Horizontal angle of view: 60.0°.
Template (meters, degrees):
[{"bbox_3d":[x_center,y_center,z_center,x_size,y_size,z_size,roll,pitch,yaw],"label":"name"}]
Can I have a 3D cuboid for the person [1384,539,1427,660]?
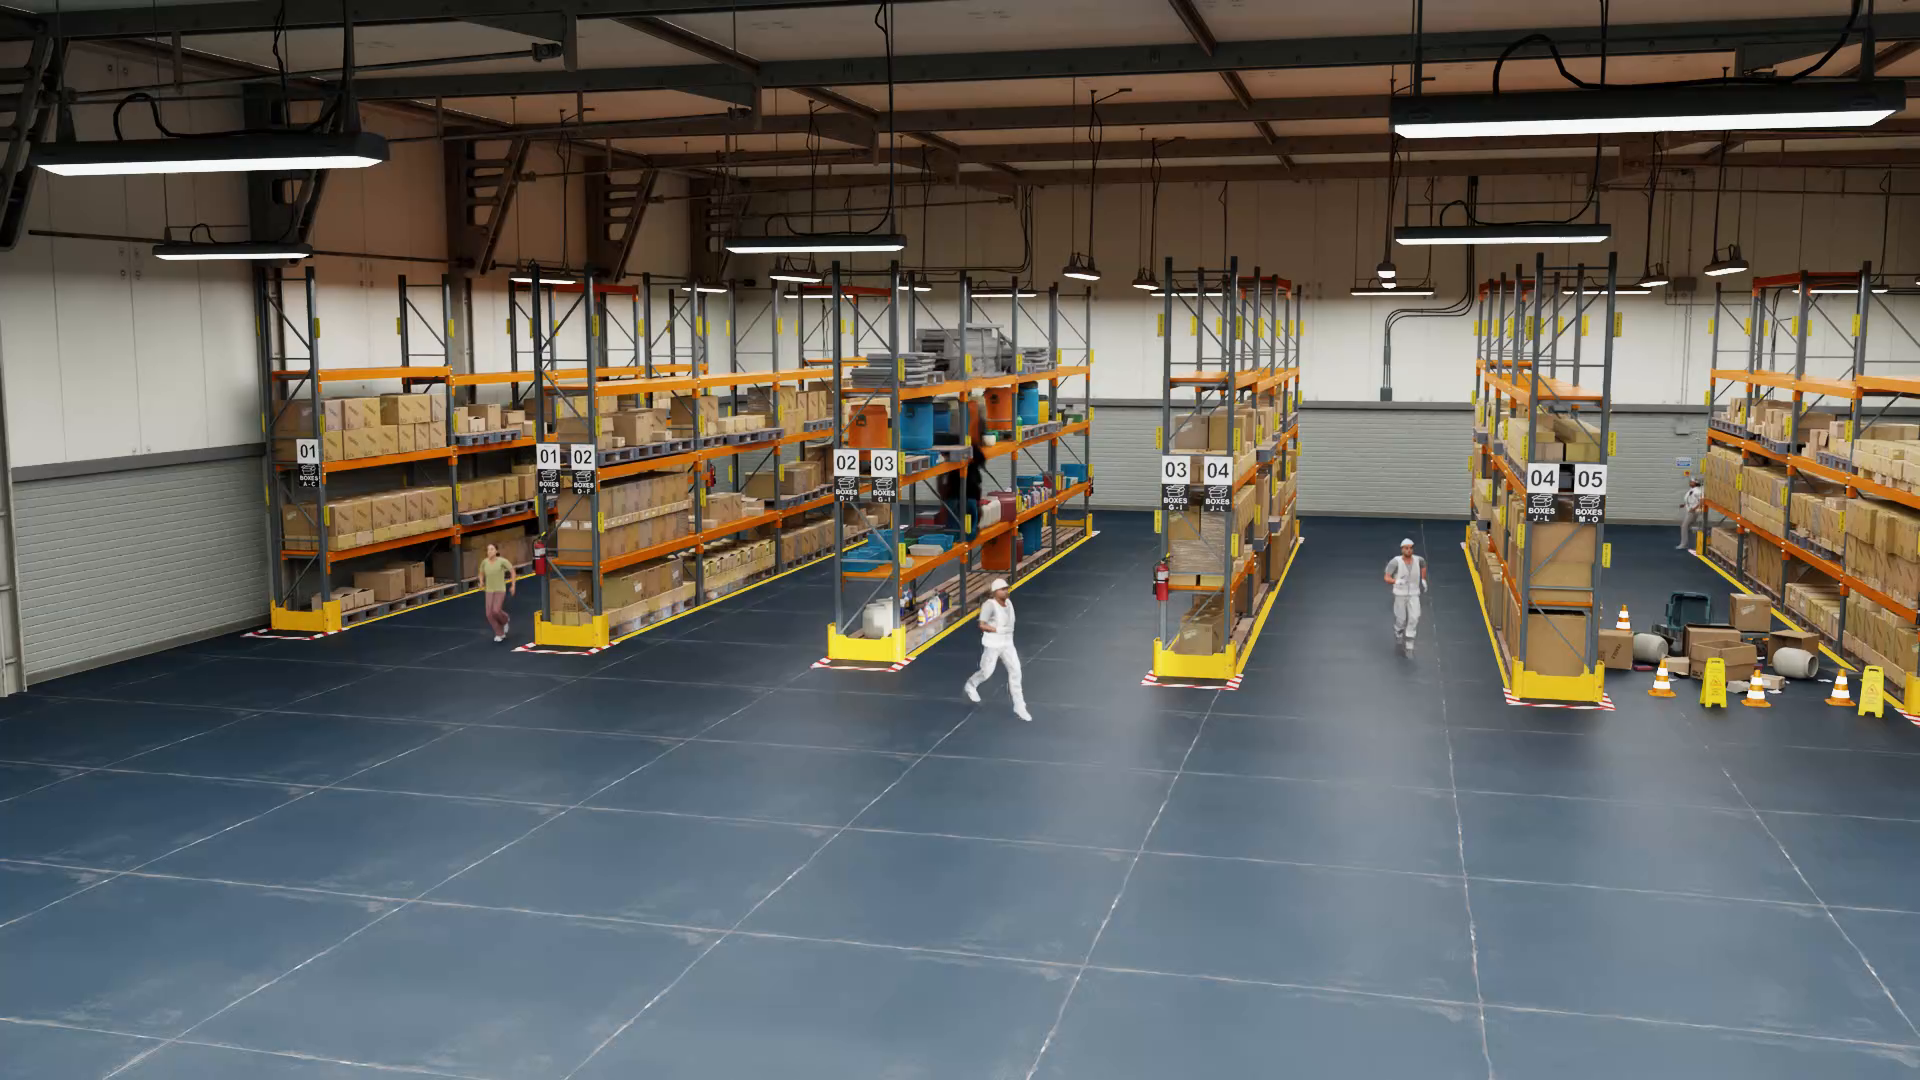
[{"bbox_3d":[6.856,0.891,25.599,0.689,1.848,0.912,0,7,2],"label":"person"}]

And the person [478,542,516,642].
[{"bbox_3d":[-7.458,0.848,26.693,0.587,1.592,0.560,1,7,9],"label":"person"}]

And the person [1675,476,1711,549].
[{"bbox_3d":[16.759,-0.617,37.920,0.791,1.687,0.578,1,7,10],"label":"person"}]

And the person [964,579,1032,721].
[{"bbox_3d":[0.449,1.395,21.598,0.644,1.812,1.104,-6,9,-40],"label":"person"}]
